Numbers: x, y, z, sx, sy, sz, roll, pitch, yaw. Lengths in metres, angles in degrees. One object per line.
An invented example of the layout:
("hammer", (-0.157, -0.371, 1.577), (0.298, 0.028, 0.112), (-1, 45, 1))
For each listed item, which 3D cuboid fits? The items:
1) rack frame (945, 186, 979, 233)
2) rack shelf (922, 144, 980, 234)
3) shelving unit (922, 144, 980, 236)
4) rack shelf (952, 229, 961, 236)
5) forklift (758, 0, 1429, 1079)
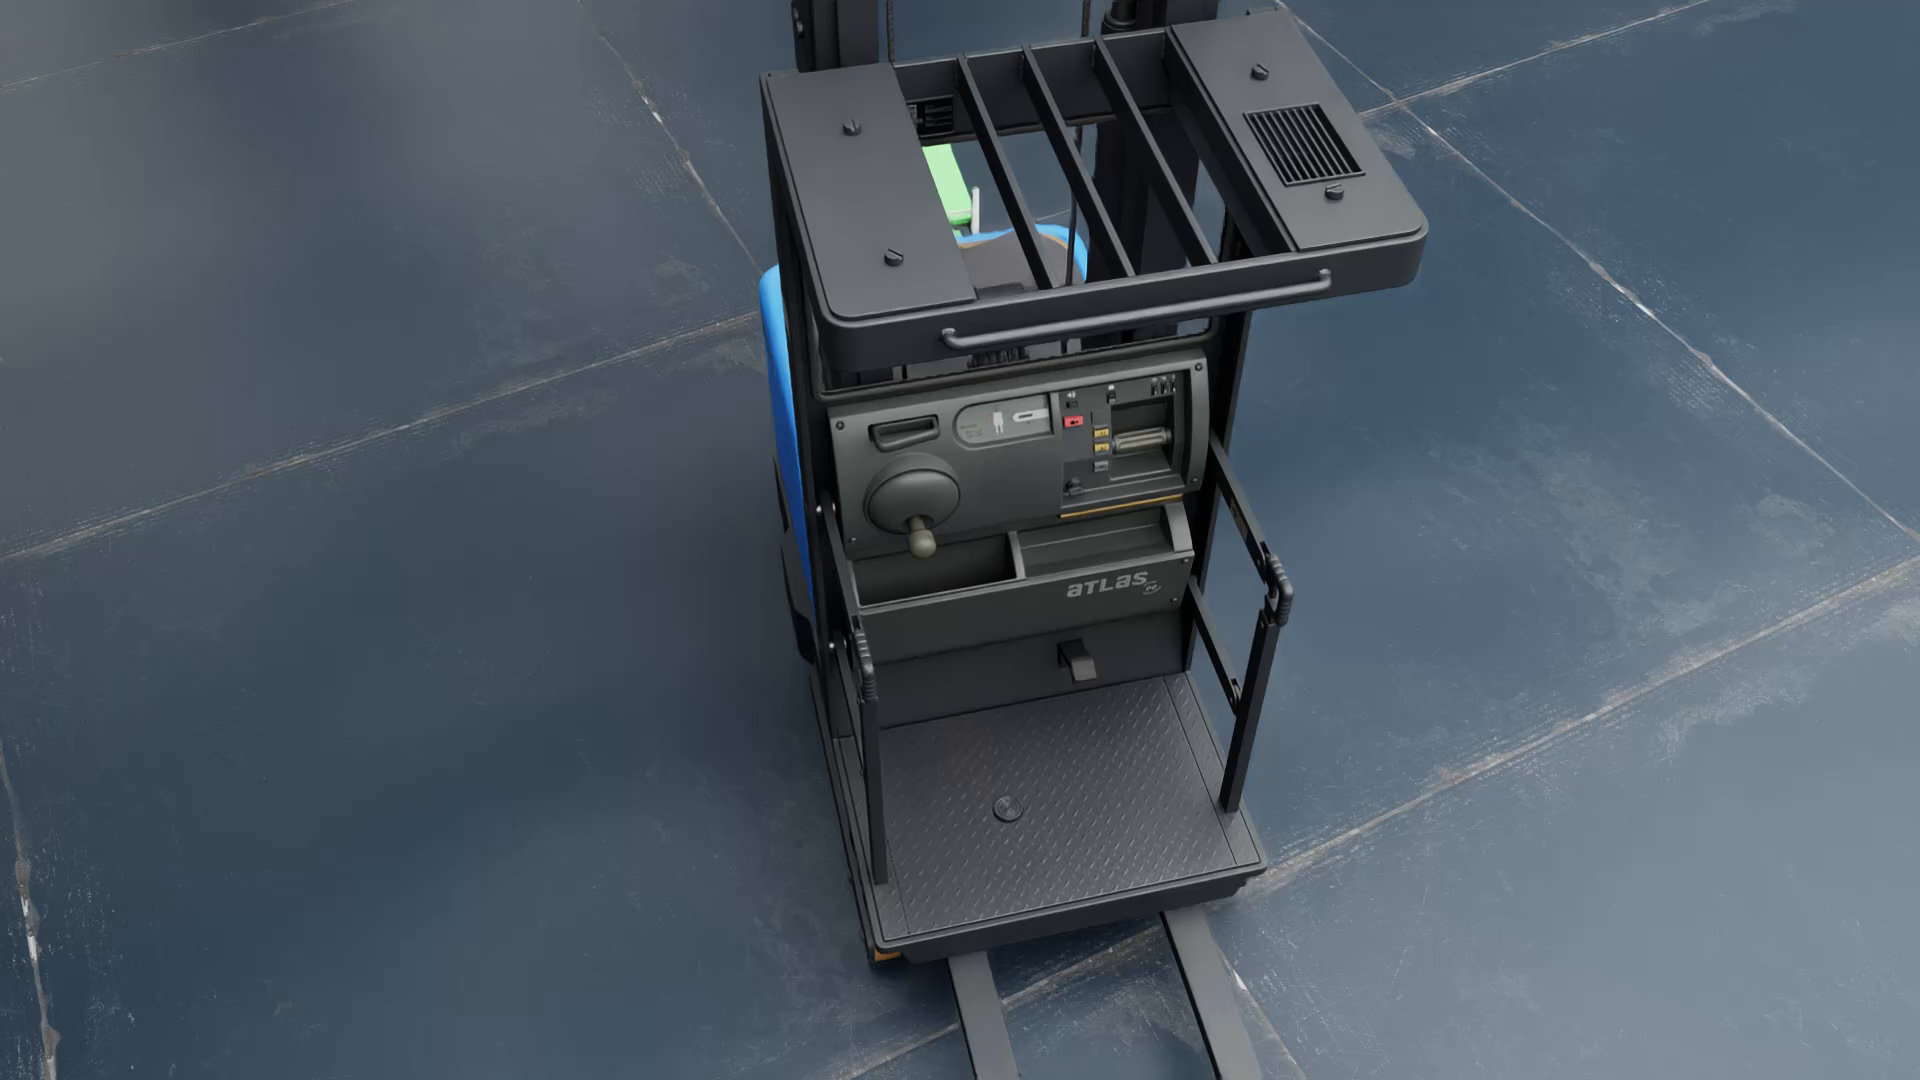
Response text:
("rack frame", (-0.061, -0.668, 5.537), (0.240, 1.200, 0.015), (-10, 50, -9))
("rack shelf", (-0.117, -1.120, 5.380), (0.258, 0.148, 0.480), (-10, 50, -9))
("shelving unit", (-0.117, -0.846, 5.693), (0.258, 1.200, 0.503), (-10, 50, -9))
("rack shelf", (-0.117, -0.962, 5.561), (0.258, 0.148, 0.480), (-10, 50, -9))
("forklift", (0.204, -0.102, 3.892), (1.130, 2.935, 3.031), (-10, 50, -9))
